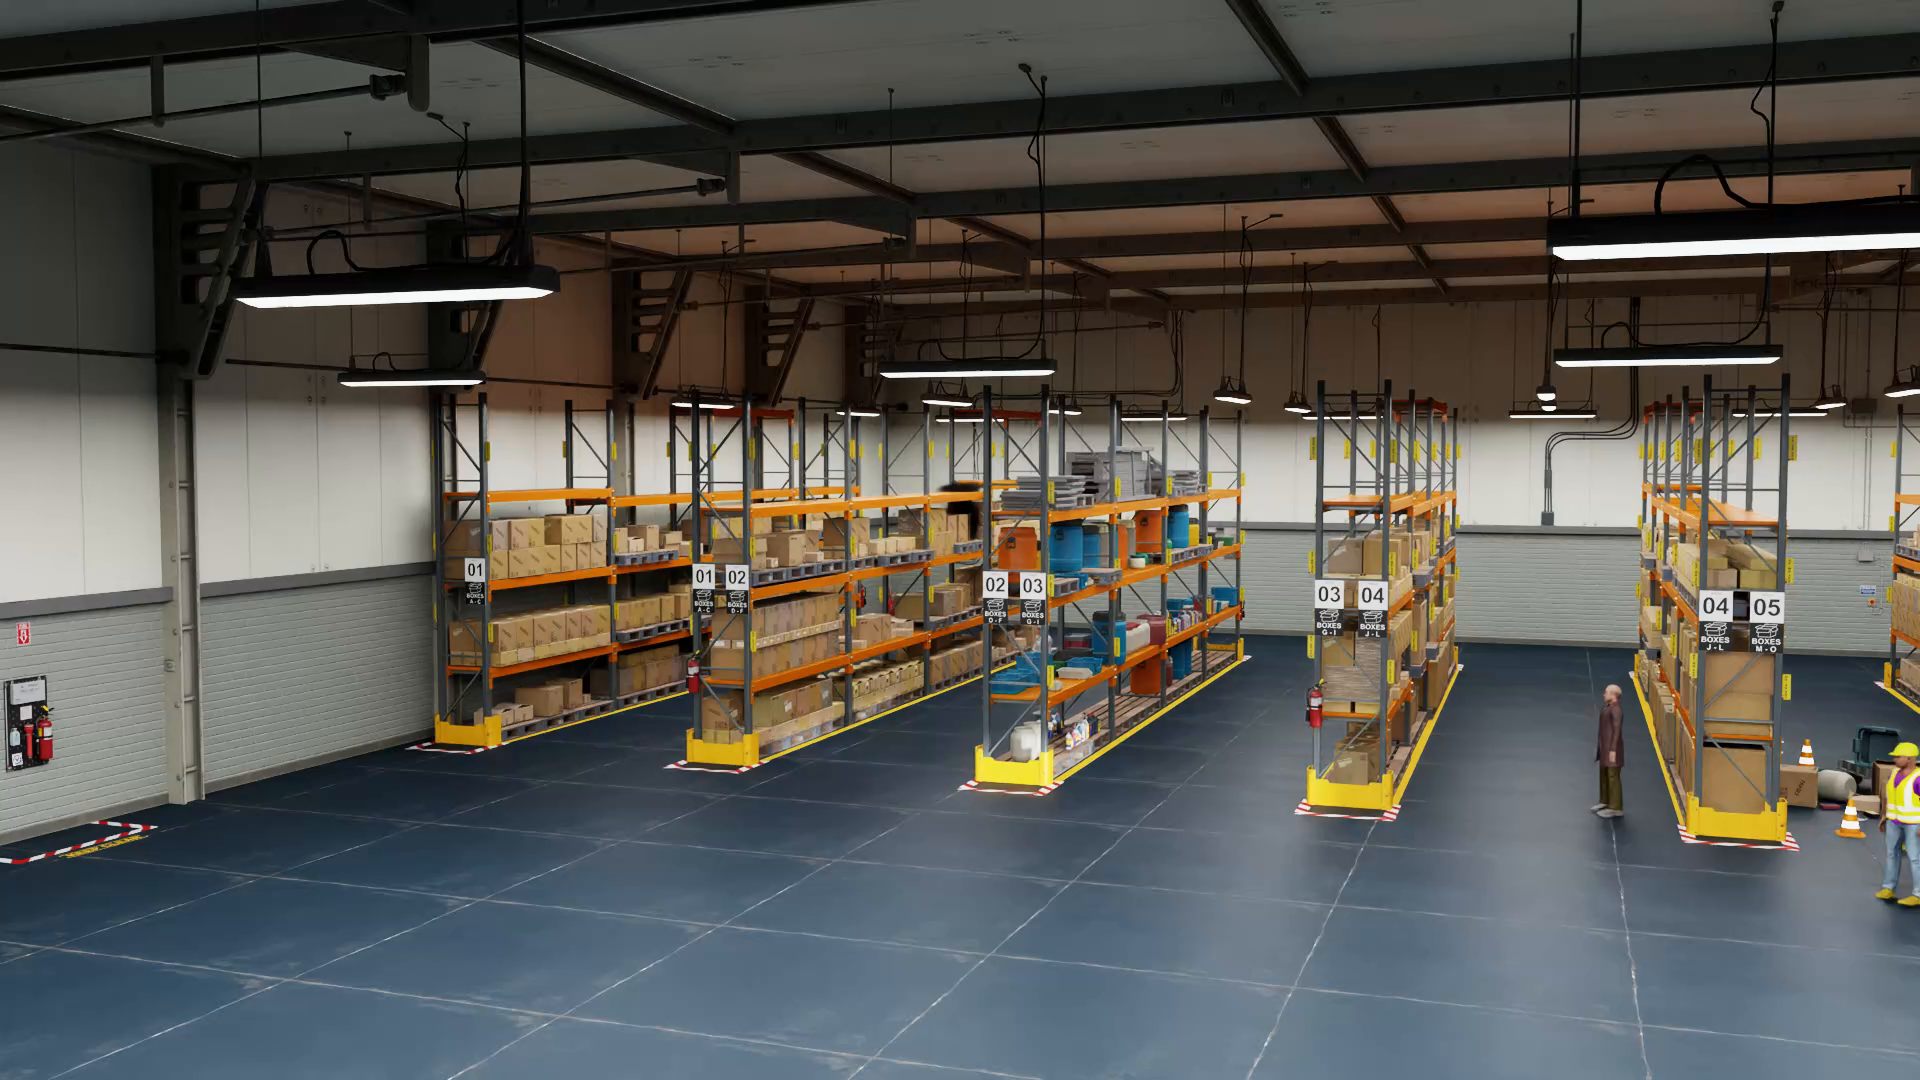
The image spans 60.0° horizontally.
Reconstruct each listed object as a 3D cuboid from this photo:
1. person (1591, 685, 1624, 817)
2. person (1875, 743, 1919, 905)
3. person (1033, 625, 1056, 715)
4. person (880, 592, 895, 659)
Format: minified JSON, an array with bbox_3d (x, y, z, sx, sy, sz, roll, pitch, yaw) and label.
[{"bbox_3d":[8.926,2.882,22.894,0.405,1.787,0.612,0,3,4],"label":"person"},{"bbox_3d":[10.441,3.126,18.431,0.437,1.770,0.628,-1,3,-20],"label":"person"},{"bbox_3d":[1.586,2.422,31.634,0.389,1.791,0.590,1,3,19],"label":"person"},{"bbox_3d":[-1.437,2.032,38.197,0.827,1.670,0.534,-1,3,-16],"label":"person"}]
